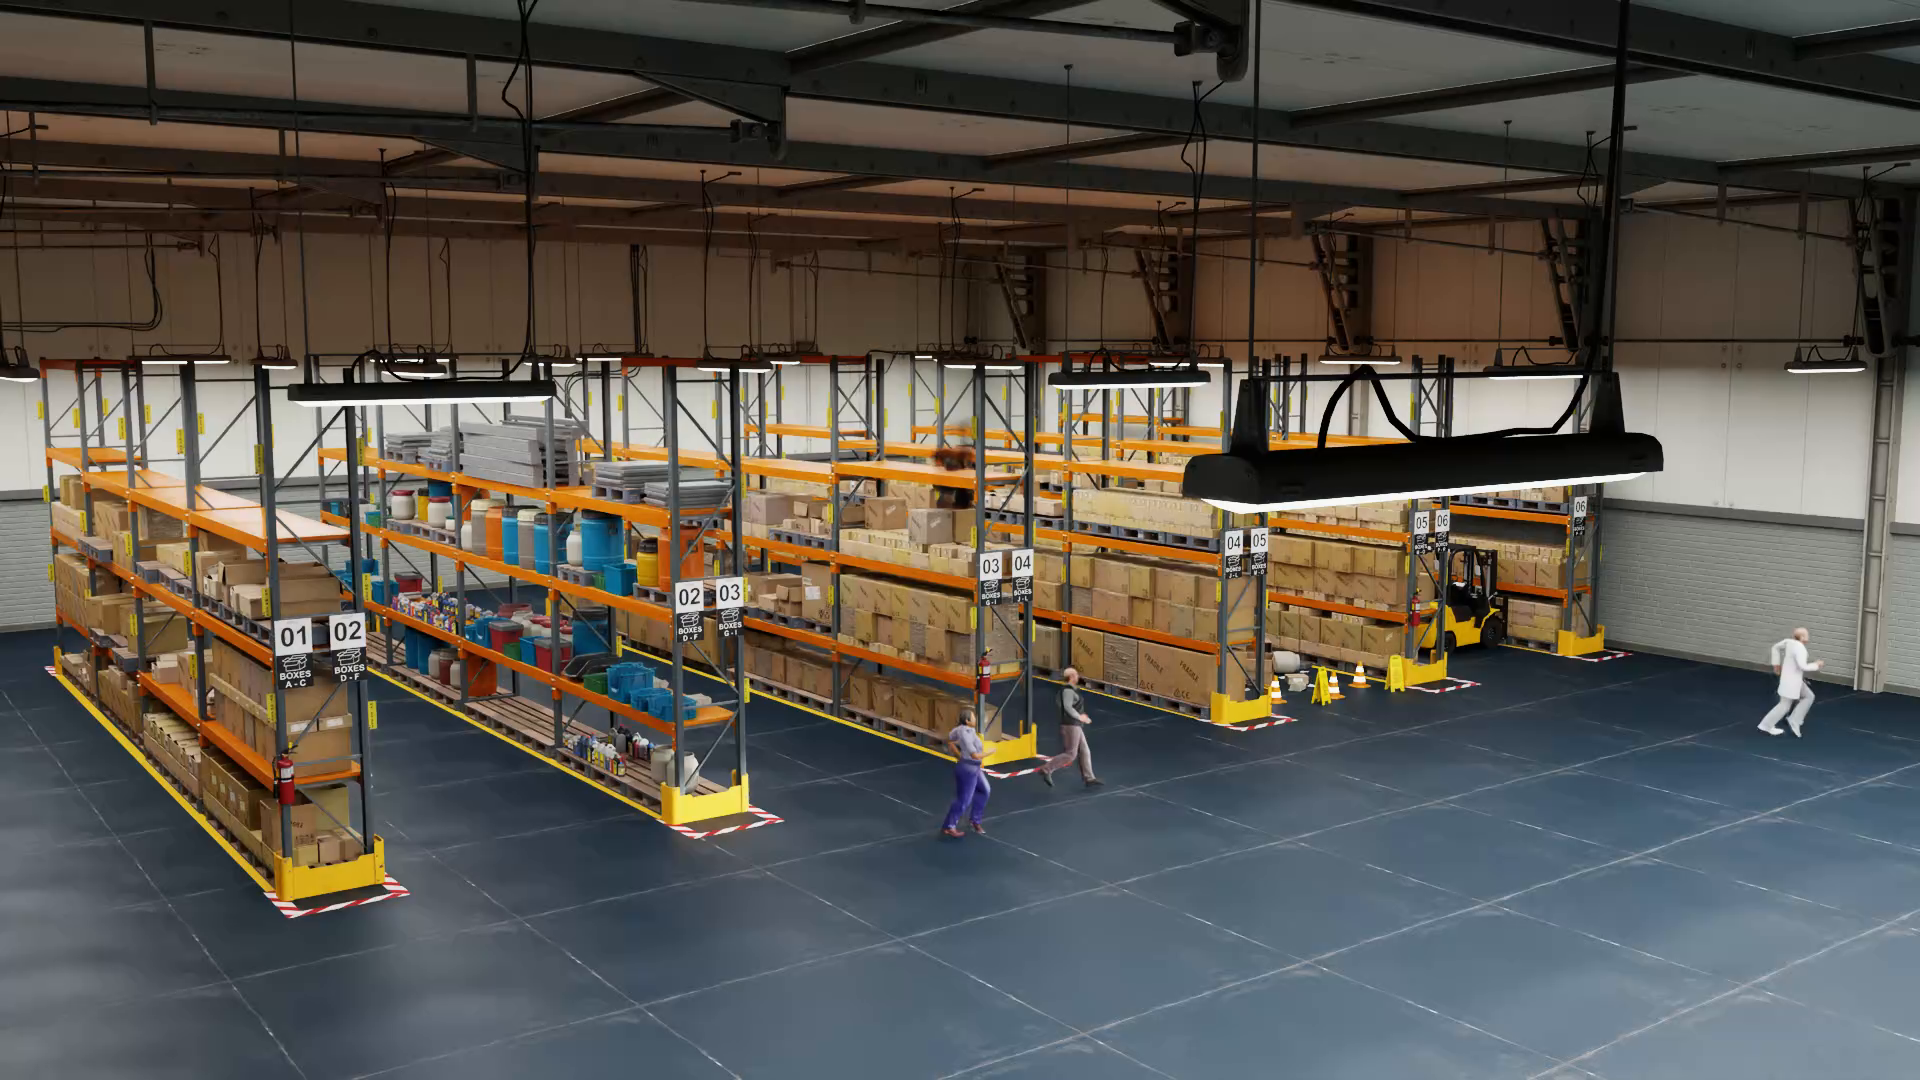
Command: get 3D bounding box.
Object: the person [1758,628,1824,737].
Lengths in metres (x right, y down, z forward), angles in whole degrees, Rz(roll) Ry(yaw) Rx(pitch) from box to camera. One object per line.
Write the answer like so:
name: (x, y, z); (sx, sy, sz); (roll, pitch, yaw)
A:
person: (13.271, 2.274, 26.542); (0.893, 1.781, 0.751); (2, 7, 14)

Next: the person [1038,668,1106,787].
person: (1.592, 2.654, 23.583); (0.965, 1.689, 0.712); (0, 7, 1)

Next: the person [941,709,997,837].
person: (0.113, 2.991, 21.195); (0.732, 1.697, 0.598); (0, 7, -4)
